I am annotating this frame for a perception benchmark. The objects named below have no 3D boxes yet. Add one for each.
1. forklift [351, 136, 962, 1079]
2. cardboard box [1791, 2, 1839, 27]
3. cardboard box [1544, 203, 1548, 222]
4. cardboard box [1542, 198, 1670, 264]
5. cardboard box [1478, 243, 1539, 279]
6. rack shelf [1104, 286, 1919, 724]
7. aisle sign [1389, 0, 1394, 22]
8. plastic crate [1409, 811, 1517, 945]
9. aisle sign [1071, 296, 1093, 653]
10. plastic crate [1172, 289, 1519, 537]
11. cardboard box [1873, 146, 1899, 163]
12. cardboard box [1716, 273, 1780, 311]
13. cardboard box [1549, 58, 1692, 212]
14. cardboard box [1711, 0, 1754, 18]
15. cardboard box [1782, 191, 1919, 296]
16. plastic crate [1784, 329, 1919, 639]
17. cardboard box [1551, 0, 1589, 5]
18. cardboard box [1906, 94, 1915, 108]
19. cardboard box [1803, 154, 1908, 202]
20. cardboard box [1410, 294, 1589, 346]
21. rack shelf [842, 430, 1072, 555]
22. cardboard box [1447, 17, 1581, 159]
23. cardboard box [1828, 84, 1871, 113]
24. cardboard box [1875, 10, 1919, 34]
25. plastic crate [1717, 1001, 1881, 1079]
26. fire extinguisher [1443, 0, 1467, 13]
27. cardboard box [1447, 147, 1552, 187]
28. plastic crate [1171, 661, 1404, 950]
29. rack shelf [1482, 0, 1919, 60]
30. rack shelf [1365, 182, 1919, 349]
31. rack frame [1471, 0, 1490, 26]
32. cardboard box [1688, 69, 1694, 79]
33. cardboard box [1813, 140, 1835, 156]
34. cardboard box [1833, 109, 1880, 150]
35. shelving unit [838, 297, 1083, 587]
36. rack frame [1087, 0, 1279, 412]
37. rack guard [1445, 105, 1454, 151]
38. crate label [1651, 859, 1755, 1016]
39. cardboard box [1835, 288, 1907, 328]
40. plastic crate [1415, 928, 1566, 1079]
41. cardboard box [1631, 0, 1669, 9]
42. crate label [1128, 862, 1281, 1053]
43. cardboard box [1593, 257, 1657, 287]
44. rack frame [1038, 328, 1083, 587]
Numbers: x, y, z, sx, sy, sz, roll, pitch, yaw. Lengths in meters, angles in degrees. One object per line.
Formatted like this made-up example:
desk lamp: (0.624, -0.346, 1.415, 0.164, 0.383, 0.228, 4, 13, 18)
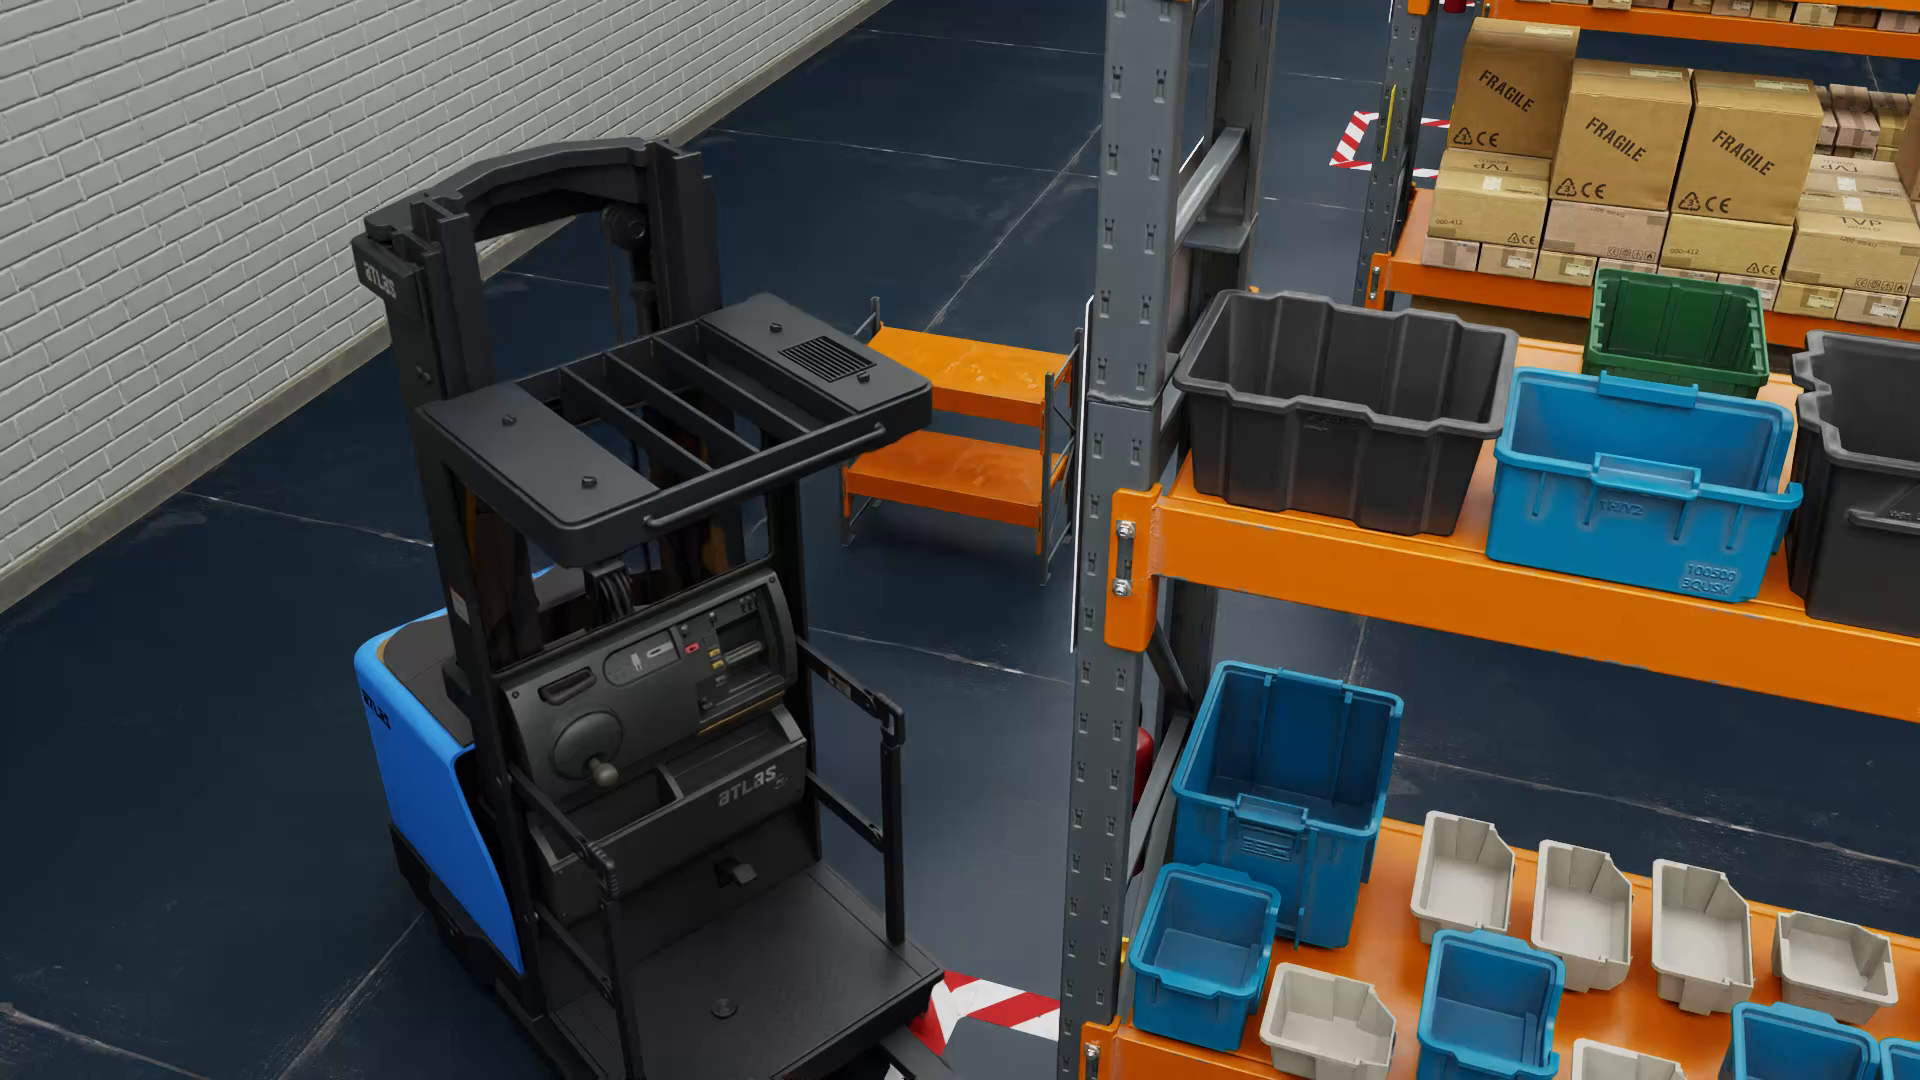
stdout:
forklift: (-0.762, 0.464, 4.828, 1.130, 2.935, 3.031, -25, 40, -33)
cardboard box: (5.827, -3.632, 11.342, 0.250, 0.149, 0.380, 12, 35, 17)
cardboard box: (3.066, -1.677, 8.314, 0.250, 0.149, 0.380, 11, 34, 17)
cardboard box: (2.989, -1.518, 7.699, 0.500, 0.250, 0.500, 11, 34, 16)
cardboard box: (2.602, -1.388, 7.866, 0.250, 0.149, 0.380, 11, 34, 16)
rack shelf: (2.349, 0.164, 3.129, 4.000, 0.370, 1.077, 11, 34, 16)
aisle sign: (1.968, -2.725, 7.309, 0.004, 0.787, 0.394, 11, 34, 16)
plastic crate: (1.295, 0.898, 4.281, 0.243, 0.136, 0.396, 11, 34, 16)
aisle sign: (0.298, -0.198, 3.394, 0.004, 0.787, 0.394, 11, 34, 16)
plastic crate: (0.734, -0.237, 3.206, 0.590, 0.269, 0.497, 11, 34, 16)
cardboard box: (6.547, -2.734, 11.685, 0.250, 0.149, 0.380, 11, 35, 17)
cardboard box: (3.571, -1.200, 7.575, 0.250, 0.149, 0.380, 11, 34, 16)
cardboard box: (2.968, -1.833, 7.496, 0.500, 0.500, 0.500, 10, 34, 15)
cardboard box: (5.349, -3.754, 11.530, 0.250, 0.149, 0.380, 10, 34, 16)
cardboard box: (3.954, -1.331, 7.410, 0.500, 0.250, 0.500, 10, 34, 16)
plastic crate: (1.811, -0.058, 2.867, 0.767, 0.338, 0.504, 11, 34, 16)
cardboard box: (4.353, -3.930, 11.803, 0.250, 0.149, 0.380, 12, 35, 18)
cardboard box: (6.923, -3.055, 11.908, 0.250, 0.149, 0.380, 11, 34, 16)
cardboard box: (4.131, -1.603, 7.831, 0.500, 0.250, 0.500, 11, 34, 17)
cardboard box: (2.766, -0.981, 8.575, 0.875, 0.875, 0.875, 11, 34, 16)
rack shelf: (-0.006, -0.268, 8.079, 1.000, 0.278, 0.538, 11, 34, 16)
cardboard box: (2.684, -2.195, 8.057, 0.500, 0.500, 0.500, 11, 35, 17)
cardboard box: (6.457, -3.179, 12.101, 0.250, 0.149, 0.380, 12, 35, 17)
cardboard box: (6.312, -3.548, 11.211, 0.250, 0.149, 0.380, 10, 34, 14)
plastic crate: (1.827, 1.255, 3.640, 0.300, 0.233, 0.416, 11, 34, 16)
fire extinguisher: (3.824, -4.380, 12.684, 0.183, 0.674, 0.296, 11, 34, 16)
cardboard box: (2.683, -1.882, 8.264, 0.500, 0.250, 0.500, 10, 34, 16)
plastic crate: (0.844, 0.682, 4.341, 0.499, 0.435, 0.616, 11, 34, 16)
rack shelf: (5.788, -3.619, 11.753, 4.000, 0.370, 1.077, 11, 34, 16)
rack shelf: (4.020, -1.105, 7.859, 4.000, 0.370, 1.077, 11, 34, 16)
rack frame: (3.905, -4.287, 12.125, 0.127, 3.000, 1.000, 11, 34, 16)
cardboard box: (5.487, -3.390, 12.428, 0.250, 0.149, 0.380, 12, 35, 18)
cardboard box: (6.055, -2.830, 11.834, 0.250, 0.149, 0.380, 9, 34, 14)
cardboard box: (6.253, -2.874, 11.629, 0.250, 0.149, 0.380, 9, 34, 14)
shelving unit: (-0.006, -0.474, 7.947, 1.048, 1.125, 0.538, 11, 34, 16)
rack frame: (0.466, -1.765, 2.687, 0.127, 3.000, 1.000, 11, 34, 16)
rack guard: (3.977, -3.223, 12.781, 0.348, 0.500, 1.175, 11, 34, 16)
crate label: (1.833, 0.997, 4.128, 0.243, 0.136, 0.396, 11, 34, 16)
cardboard box: (4.056, -1.106, 7.430, 0.250, 0.149, 0.380, 12, 35, 17)
plastic crate: (1.207, 1.135, 3.826, 0.300, 0.233, 0.416, 11, 34, 16)
cardboard box: (4.879, -3.876, 11.719, 0.250, 0.149, 0.380, 13, 35, 19)
crate label: (0.587, 1.014, 4.013, 0.303, 0.233, 0.416, 11, 34, 16)
cardboard box: (3.089, -1.294, 7.721, 0.250, 0.149, 0.380, 10, 34, 16)
rack frame: (0.472, -0.381, 7.803, 0.032, 1.125, 0.500, 11, 34, 16)
